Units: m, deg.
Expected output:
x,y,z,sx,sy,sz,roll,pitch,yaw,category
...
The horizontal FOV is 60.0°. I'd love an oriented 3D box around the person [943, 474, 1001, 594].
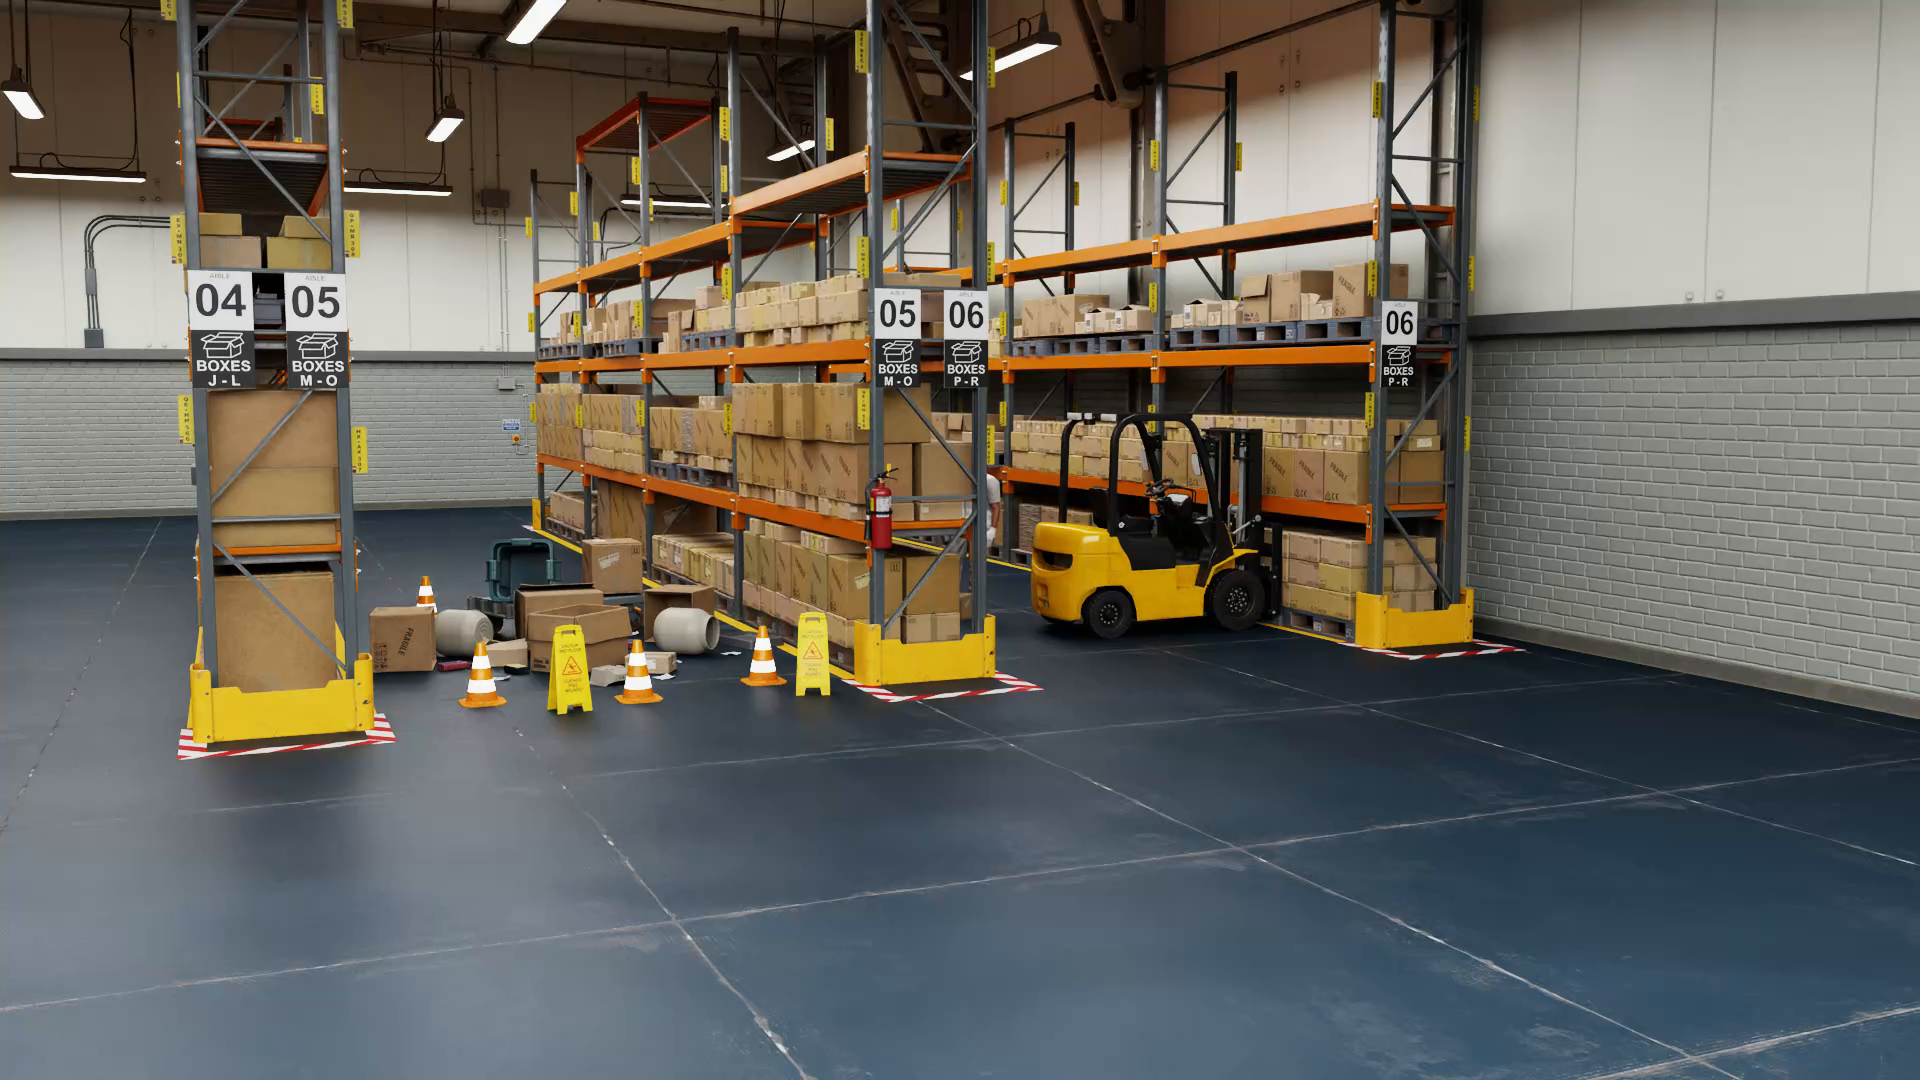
x,y,z,sx,sy,sz,roll,pitch,yaw,category
0.076,-0.094,17.512,0.656,1.782,0.577,4,6,34,person
